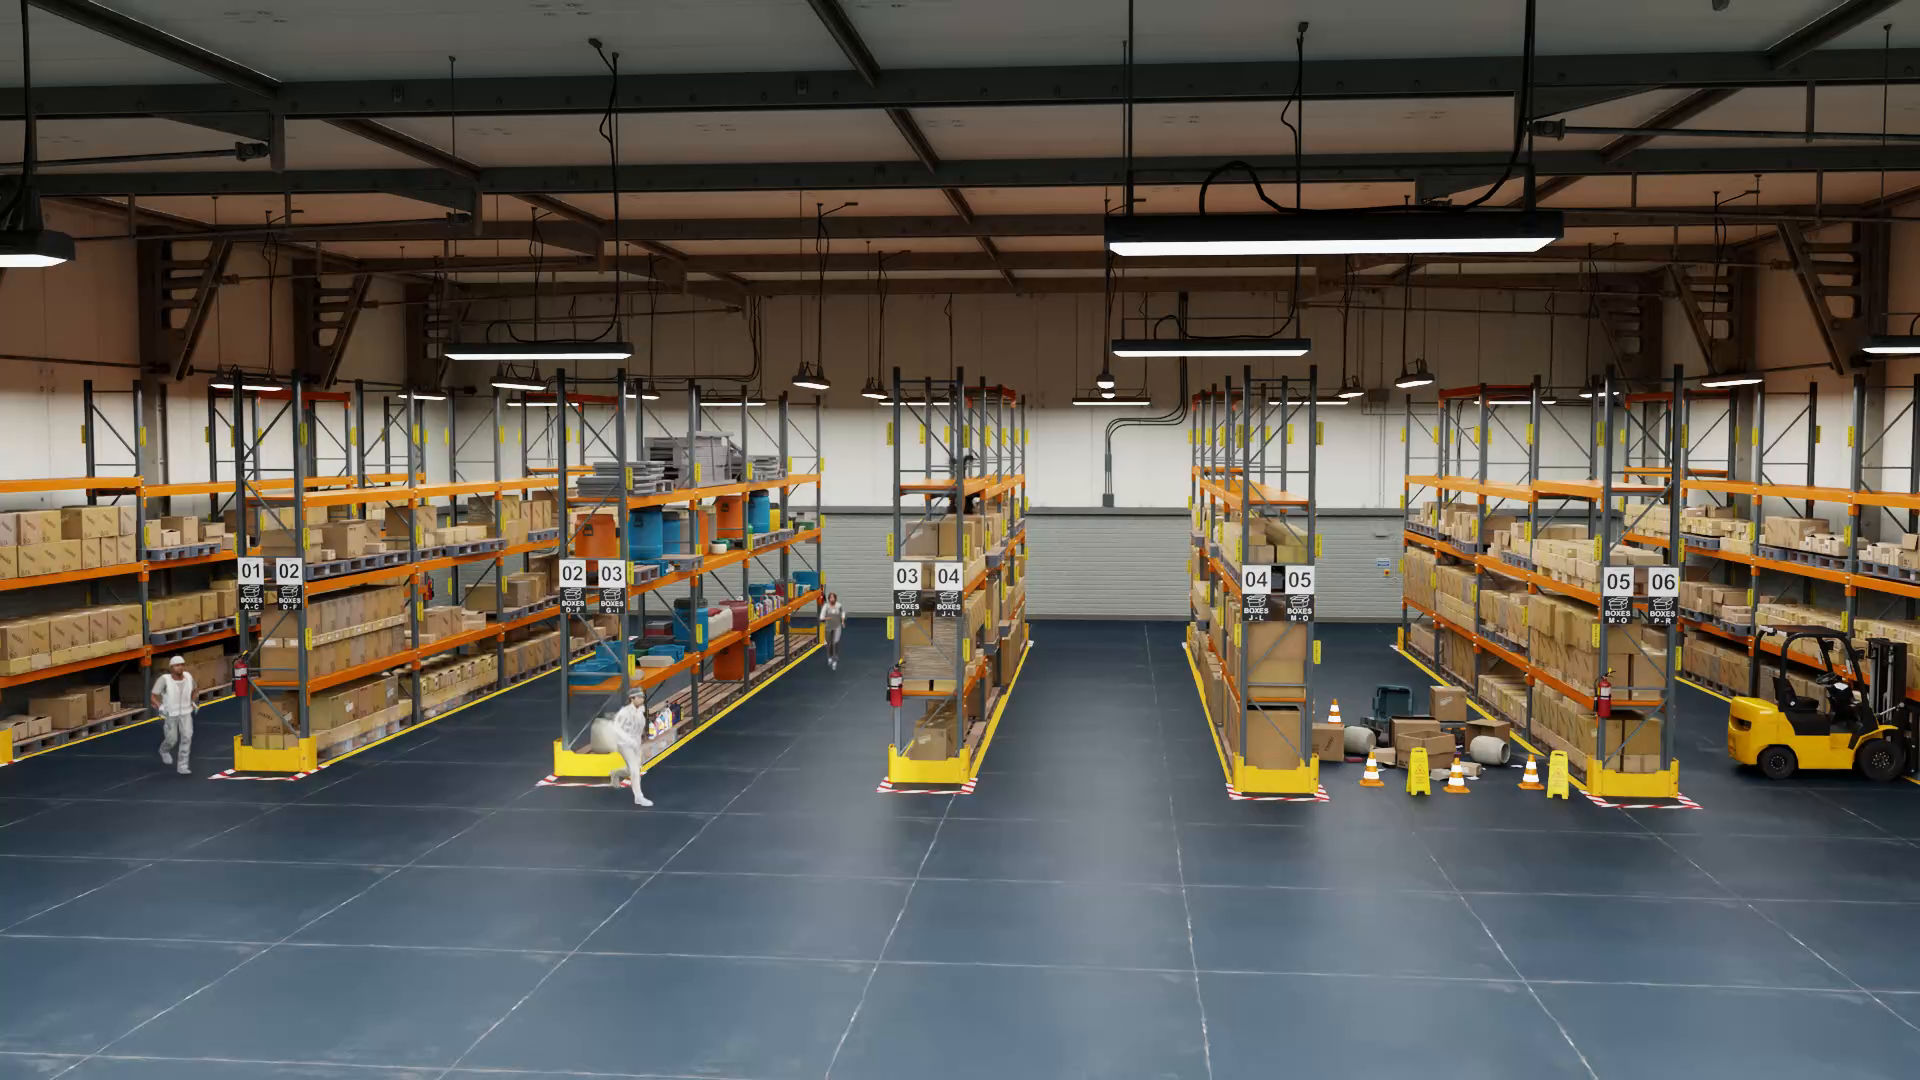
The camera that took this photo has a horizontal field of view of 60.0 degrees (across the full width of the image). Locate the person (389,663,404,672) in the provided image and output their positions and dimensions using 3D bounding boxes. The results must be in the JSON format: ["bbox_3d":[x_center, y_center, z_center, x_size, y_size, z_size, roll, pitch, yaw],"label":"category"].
[{"bbox_3d":[-11.464,2.099,33.610,0.714,1.651,0.965,-1,4,-10],"label":"person"}]

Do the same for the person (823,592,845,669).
[{"bbox_3d":[-2.626,1.849,34.333,0.486,1.558,0.861,0,4,-4],"label":"person"}]

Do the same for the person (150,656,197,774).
[{"bbox_3d":[-11.696,2.591,24.771,0.698,1.750,0.848,-4,5,-45],"label":"person"}]

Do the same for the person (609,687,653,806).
[{"bbox_3d":[-4.561,2.789,22.643,0.761,1.646,0.602,3,5,39],"label":"person"}]
